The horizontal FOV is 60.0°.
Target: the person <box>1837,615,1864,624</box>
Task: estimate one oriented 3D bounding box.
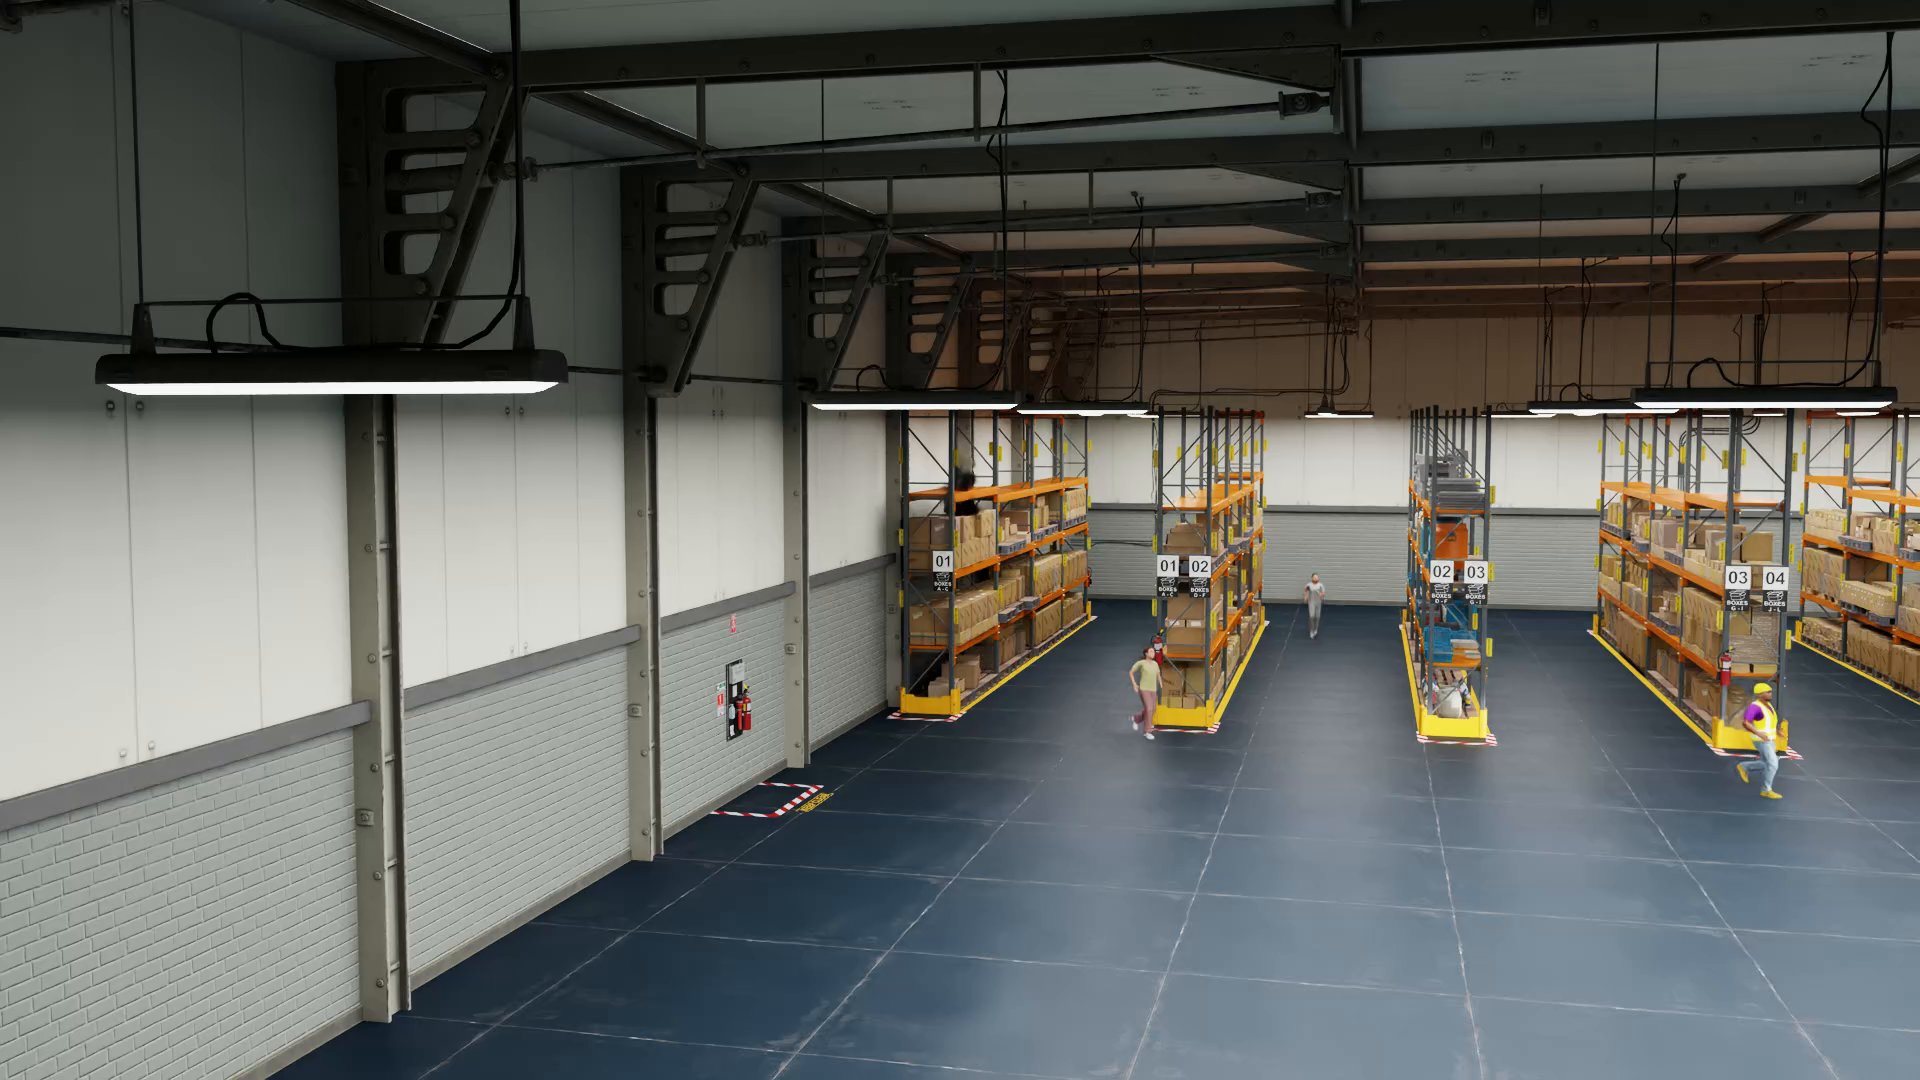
[{"bbox_3d":[23.456,1.710,43.984,0.729,1.704,0.948,-2,5,-27],"label":"person"}]

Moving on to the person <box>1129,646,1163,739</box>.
[{"bbox_3d":[3.415,2.759,30.221,0.626,1.631,0.704,-2,5,-29],"label":"person"}]

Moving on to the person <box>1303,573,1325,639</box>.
[{"bbox_3d":[9.382,1.729,44.017,0.539,1.725,0.763,0,4,3],"label":"person"}]

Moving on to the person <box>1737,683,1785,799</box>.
[{"bbox_3d":[12.208,3.046,25.401,0.701,1.735,0.702,-4,6,-45],"label":"person"}]
